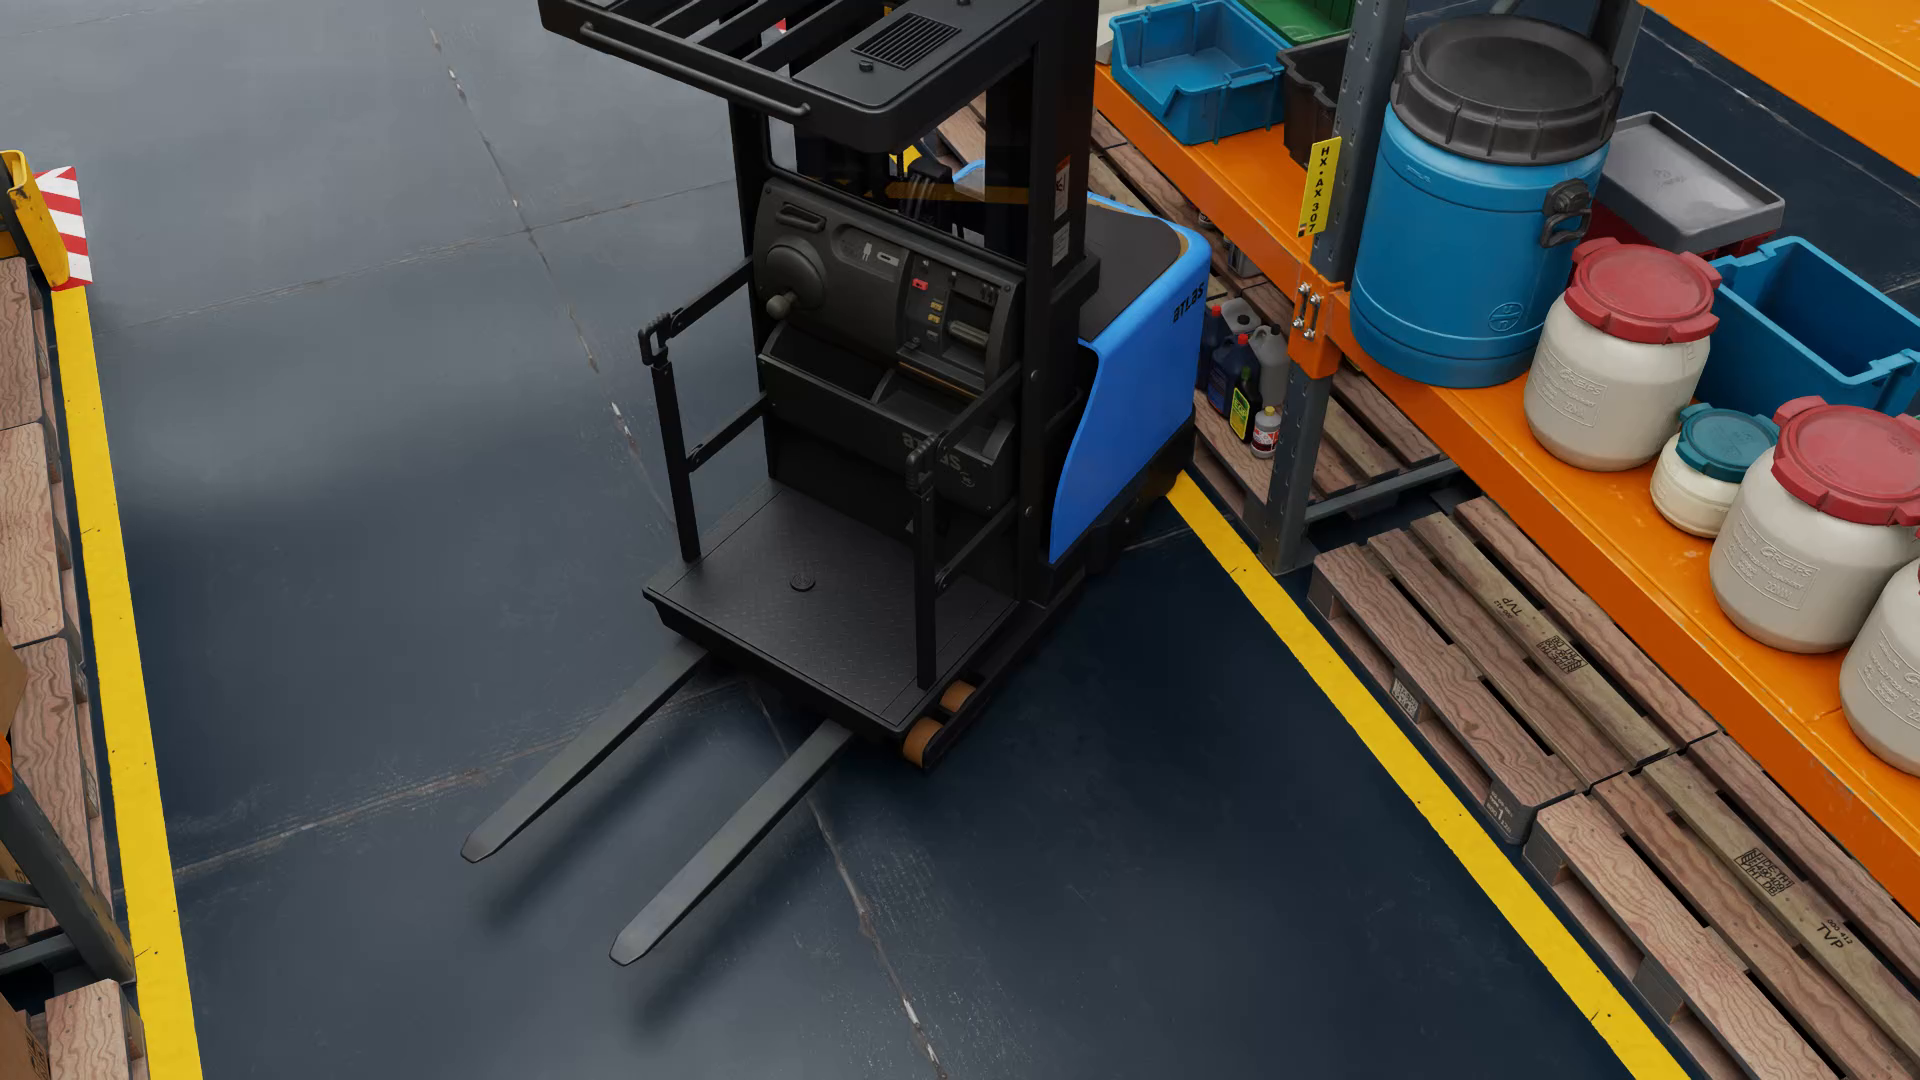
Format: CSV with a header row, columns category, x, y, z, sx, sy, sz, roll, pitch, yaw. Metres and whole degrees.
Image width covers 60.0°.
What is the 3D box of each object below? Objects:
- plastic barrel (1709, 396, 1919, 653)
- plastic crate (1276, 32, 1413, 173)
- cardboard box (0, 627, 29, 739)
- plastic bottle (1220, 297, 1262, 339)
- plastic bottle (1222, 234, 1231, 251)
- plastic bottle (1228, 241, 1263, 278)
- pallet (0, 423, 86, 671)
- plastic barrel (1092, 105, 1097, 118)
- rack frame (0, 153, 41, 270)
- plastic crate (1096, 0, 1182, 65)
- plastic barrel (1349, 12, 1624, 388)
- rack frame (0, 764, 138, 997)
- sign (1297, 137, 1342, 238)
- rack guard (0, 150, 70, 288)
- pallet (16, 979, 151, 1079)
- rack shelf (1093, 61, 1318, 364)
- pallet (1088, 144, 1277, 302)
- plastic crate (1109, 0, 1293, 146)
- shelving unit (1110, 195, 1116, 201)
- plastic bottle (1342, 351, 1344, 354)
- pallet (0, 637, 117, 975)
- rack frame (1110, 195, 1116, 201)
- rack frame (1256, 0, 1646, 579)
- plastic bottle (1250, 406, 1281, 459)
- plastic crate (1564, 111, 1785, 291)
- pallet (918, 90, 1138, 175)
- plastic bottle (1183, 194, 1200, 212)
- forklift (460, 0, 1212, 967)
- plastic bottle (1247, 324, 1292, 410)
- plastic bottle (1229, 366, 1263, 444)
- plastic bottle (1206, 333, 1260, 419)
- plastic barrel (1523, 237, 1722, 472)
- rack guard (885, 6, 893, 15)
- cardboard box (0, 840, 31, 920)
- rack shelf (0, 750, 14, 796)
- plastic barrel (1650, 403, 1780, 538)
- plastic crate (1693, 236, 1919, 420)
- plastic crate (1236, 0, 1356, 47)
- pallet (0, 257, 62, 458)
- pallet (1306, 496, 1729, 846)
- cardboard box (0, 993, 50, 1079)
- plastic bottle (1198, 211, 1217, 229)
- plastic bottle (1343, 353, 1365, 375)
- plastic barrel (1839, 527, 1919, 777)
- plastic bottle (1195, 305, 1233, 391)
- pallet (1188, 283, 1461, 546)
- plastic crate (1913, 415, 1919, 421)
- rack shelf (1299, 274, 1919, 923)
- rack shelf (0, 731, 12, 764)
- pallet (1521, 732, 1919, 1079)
category,x,y,z,sx,sy,sz,roll,pitch,yaw
plastic barrel,2.092,-0.018,4.036,0.433,0.535,0.433,0,45,0
plastic crate,1.475,-1.461,5.639,0.767,0.338,0.504,-18,47,-17
cardboard box,-3.293,0.462,5.127,0.500,0.500,0.500,-5,45,-5
plastic bottle,1.091,-0.806,6.557,0.152,0.276,0.135,-18,47,-17
plastic bottle,1.190,-1.355,7.167,0.097,0.201,0.097,0,45,0
plastic bottle,1.235,-1.267,7.024,0.152,0.276,0.135,-18,47,-17
pallet,-3.745,0.148,5.950,1.003,0.211,1.213,-18,47,-17
plastic barrel,0.455,-2.208,7.825,0.421,0.512,0.421,0,45,0
rack frame,-4.596,-2.198,6.342,1.000,3.000,0.127,-18,47,-17
plastic crate,0.667,-1.978,6.306,0.530,0.136,0.437,-18,47,-17
plastic barrel,1.468,-0.954,4.725,0.600,0.901,0.708,-18,47,-17
rack frame,-2.914,0.351,3.758,1.000,3.000,0.127,-18,47,-17
sign,1.076,-1.055,4.986,0.100,0.325,0.005,-18,47,-17
rack guard,-4.564,-1.260,7.171,1.175,0.500,0.348,-18,47,-17
pallet,-2.585,1.839,4.235,1.003,0.211,1.213,-18,47,-17
rack shelf,0.739,-2.130,6.785,1.077,0.370,4.000,-18,47,-17
pallet,0.819,-1.338,7.456,1.003,0.211,1.213,-18,47,-17
plastic crate,0.868,-1.684,5.927,0.499,0.251,0.616,-18,47,-17
shelving unit,0.430,-0.968,6.590,0.258,0.900,0.210,26,50,24
plastic bottle,1.486,-0.920,6.619,0.144,0.351,0.185,-18,47,-17
pallet,-3.228,0.926,5.161,1.003,0.211,1.213,-18,47,-17
rack frame,0.488,-1.026,6.649,0.240,0.900,0.006,26,50,24
rack frame,1.580,-1.112,5.241,1.000,3.000,0.127,-18,47,-17
plastic bottle,1.145,-0.411,6.210,0.097,0.201,0.097,0,45,0
plastic crate,2.061,-0.916,4.997,0.402,0.464,0.583,-18,47,-17
pallet,0.309,-2.114,8.242,1.003,0.211,1.213,-18,47,-17
plastic bottle,1.053,-1.609,7.366,0.061,0.283,0.133,-18,47,-17
forklift,-0.359,-0.682,4.855,1.130,2.935,3.031,26,50,24
plastic bottle,1.178,-0.693,6.390,0.144,0.351,0.185,-18,47,-17
plastic bottle,1.078,-0.510,6.252,0.061,0.283,0.133,-16,47,-15
plastic bottle,1.048,-0.651,6.346,0.144,0.351,0.185,-19,48,-18
plastic barrel,1.783,-0.485,4.510,0.433,0.535,0.433,0,45,0
rack guard,-0.027,-2.736,8.667,1.175,0.500,0.348,-18,47,-17
cardboard box,-3.046,0.825,4.759,0.500,0.500,0.500,-19,48,-19
rack shelf,-2.073,1.882,2.719,1.077,0.370,4.000,-18,47,-17
plastic barrel,1.997,-0.174,4.389,0.301,0.262,0.301,0,45,0
plastic crate,2.326,-0.495,4.627,0.392,0.384,0.575,-18,47,-17
plastic crate,1.265,-1.985,6.276,0.450,0.188,0.662,-18,47,-17
pallet,-4.254,-0.629,6.737,1.003,0.211,1.213,-18,47,-17
pallet,1.945,0.370,5.725,1.003,0.211,1.213,-18,47,-17
cardboard box,-2.675,1.482,4.079,0.700,0.500,0.500,-22,49,-20
plastic bottle,1.102,-1.474,7.288,0.097,0.201,0.097,0,45,0
plastic bottle,1.587,-0.800,6.546,0.061,0.283,0.133,-18,47,-17
plastic barrel,2.274,0.258,3.756,0.433,0.535,0.433,0,45,0
plastic bottle,0.967,-0.773,6.470,0.144,0.351,0.185,-20,48,-19
pallet,1.335,-0.559,6.667,1.003,0.211,1.213,-18,47,-17
plastic crate,2.568,-0.010,4.275,0.450,0.188,0.662,-18,47,-17
rack shelf,2.421,0.419,4.202,1.077,0.370,4.000,-18,47,-17
rack shelf,-3.755,-0.667,5.303,1.077,0.370,4.000,-18,47,-17
pallet,2.462,1.149,4.936,1.003,0.211,1.213,-18,47,-17
